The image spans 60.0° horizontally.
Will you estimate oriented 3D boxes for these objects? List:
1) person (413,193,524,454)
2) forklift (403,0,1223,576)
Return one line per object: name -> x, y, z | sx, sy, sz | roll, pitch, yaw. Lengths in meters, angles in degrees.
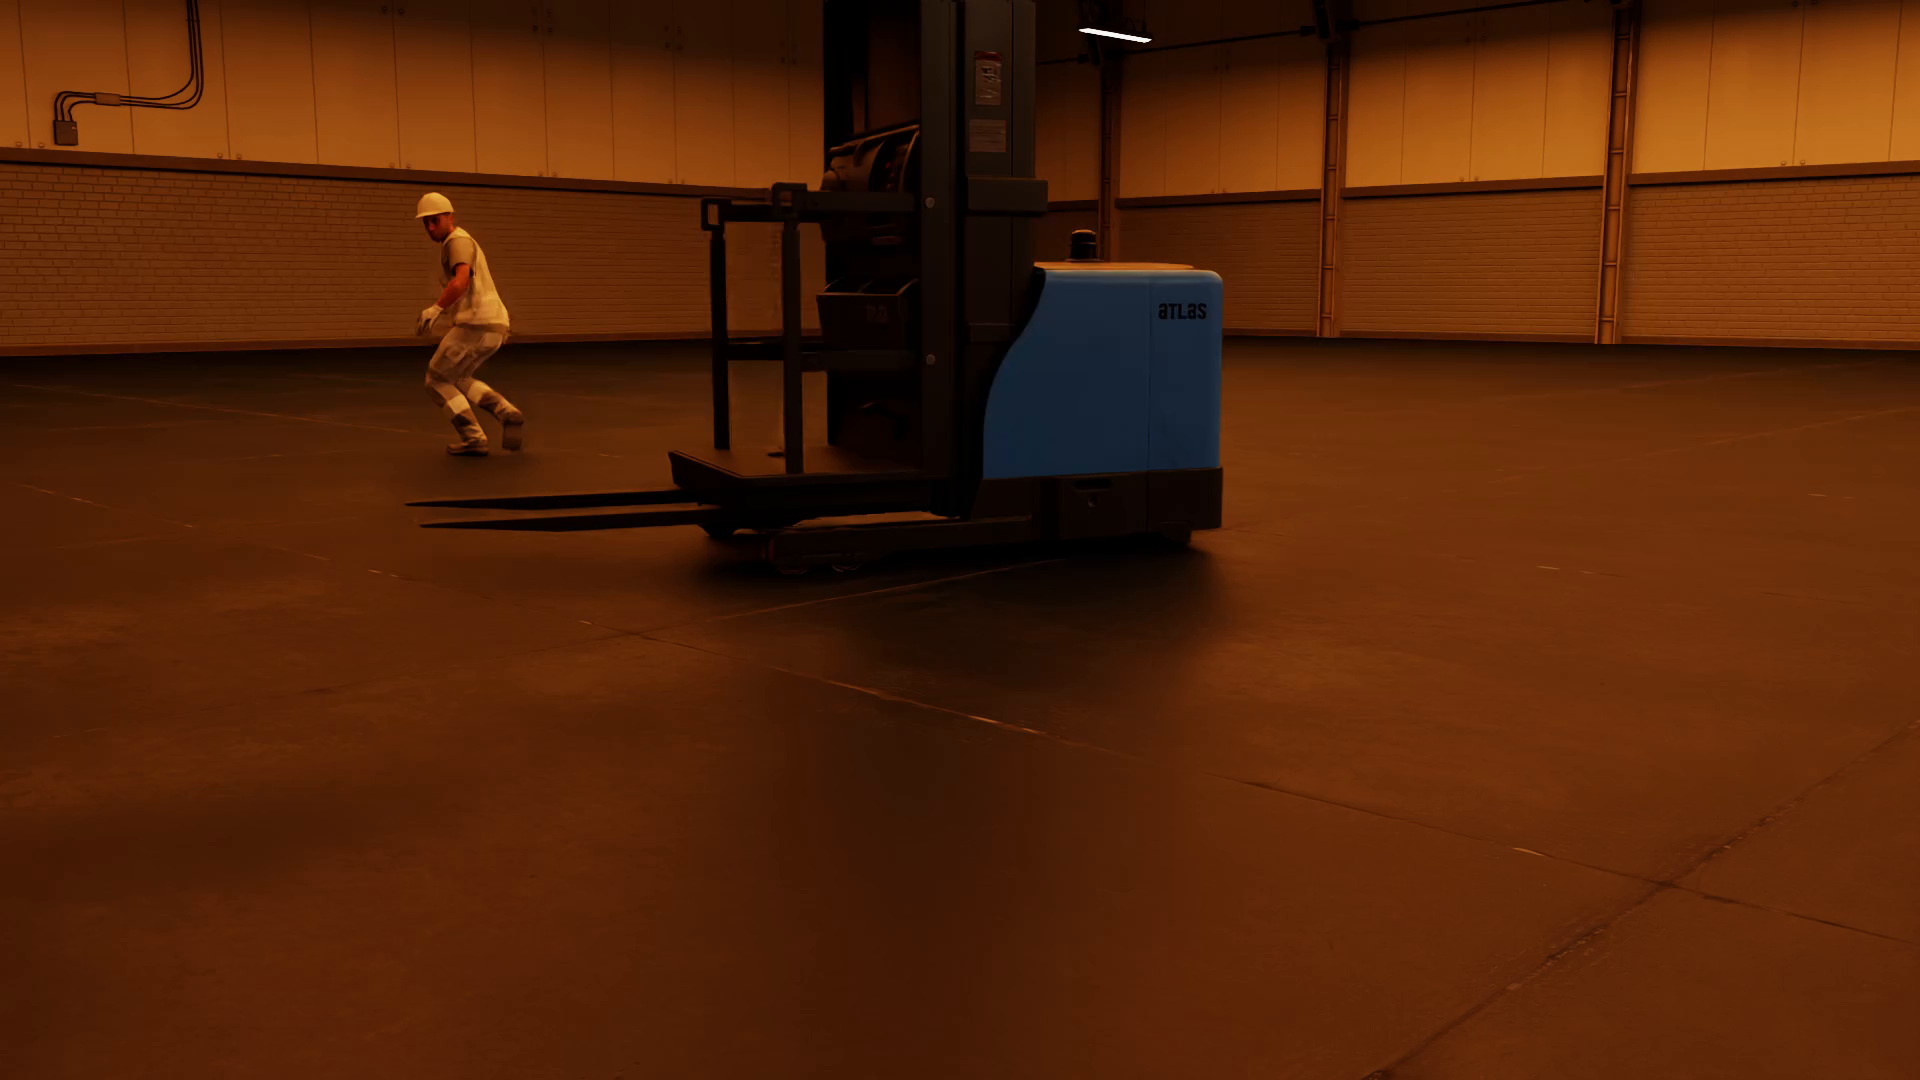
person -> -3.012, -1.317, 10.276 | 0.543, 1.614, 0.990 | 0, 9, 0
forklift -> -0.532, -1.410, 6.238 | 3.031, 2.935, 1.130 | -4, 9, -23
